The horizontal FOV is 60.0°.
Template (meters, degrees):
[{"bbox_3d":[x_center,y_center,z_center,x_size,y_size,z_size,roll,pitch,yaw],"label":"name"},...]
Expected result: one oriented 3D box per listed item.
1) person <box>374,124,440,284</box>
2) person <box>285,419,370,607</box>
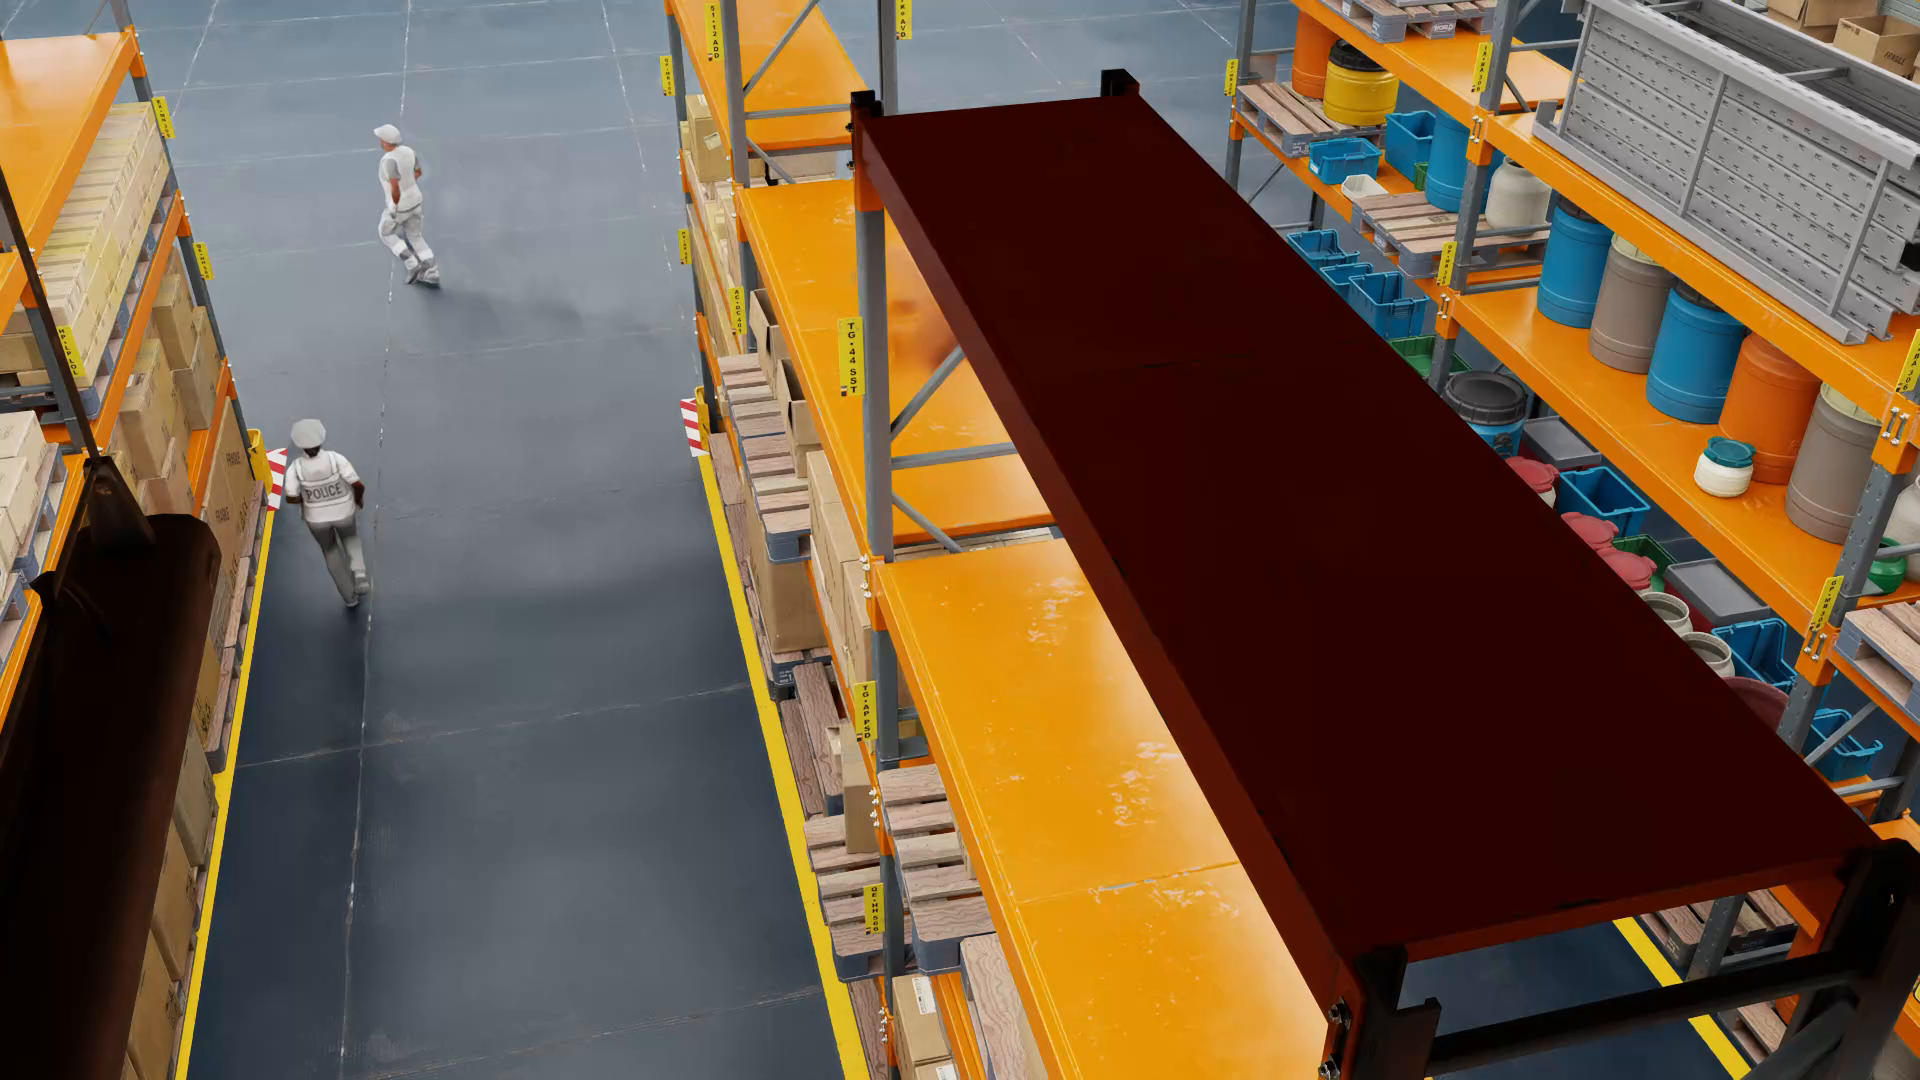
[{"bbox_3d":[-5.973,-3.586,17.759,0.652,1.754,0.635,15,37,21],"label":"person"},{"bbox_3d":[-4.900,-0.224,12.962,0.558,1.652,0.558,-14,37,-19],"label":"person"}]
